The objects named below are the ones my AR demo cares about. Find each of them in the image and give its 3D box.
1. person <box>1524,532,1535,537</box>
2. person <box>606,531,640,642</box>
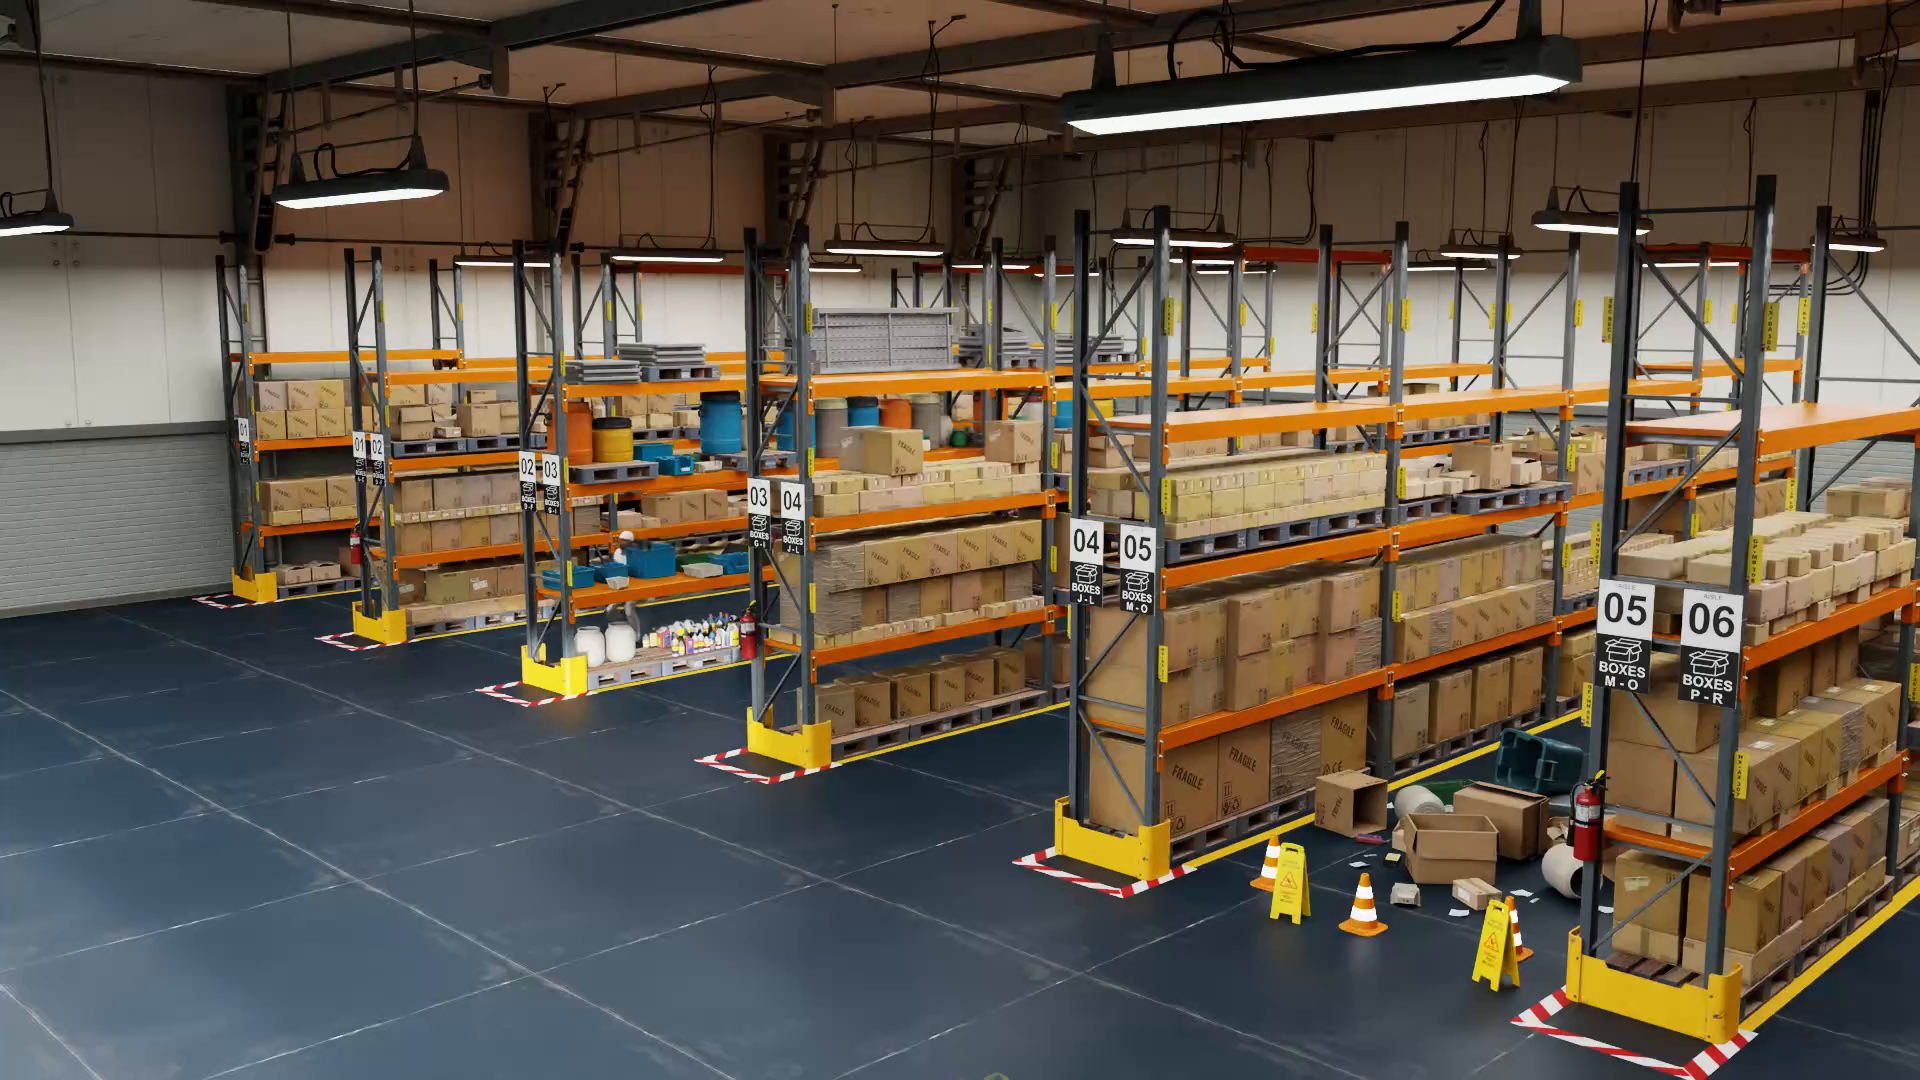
[{"bbox_3d":[8.508,0.753,24.945,0.709,1.762,1.009,7,11,40],"label":"person"},{"bbox_3d":[-5.096,0.722,25.232,0.692,1.741,0.660,4,9,26],"label":"person"}]
